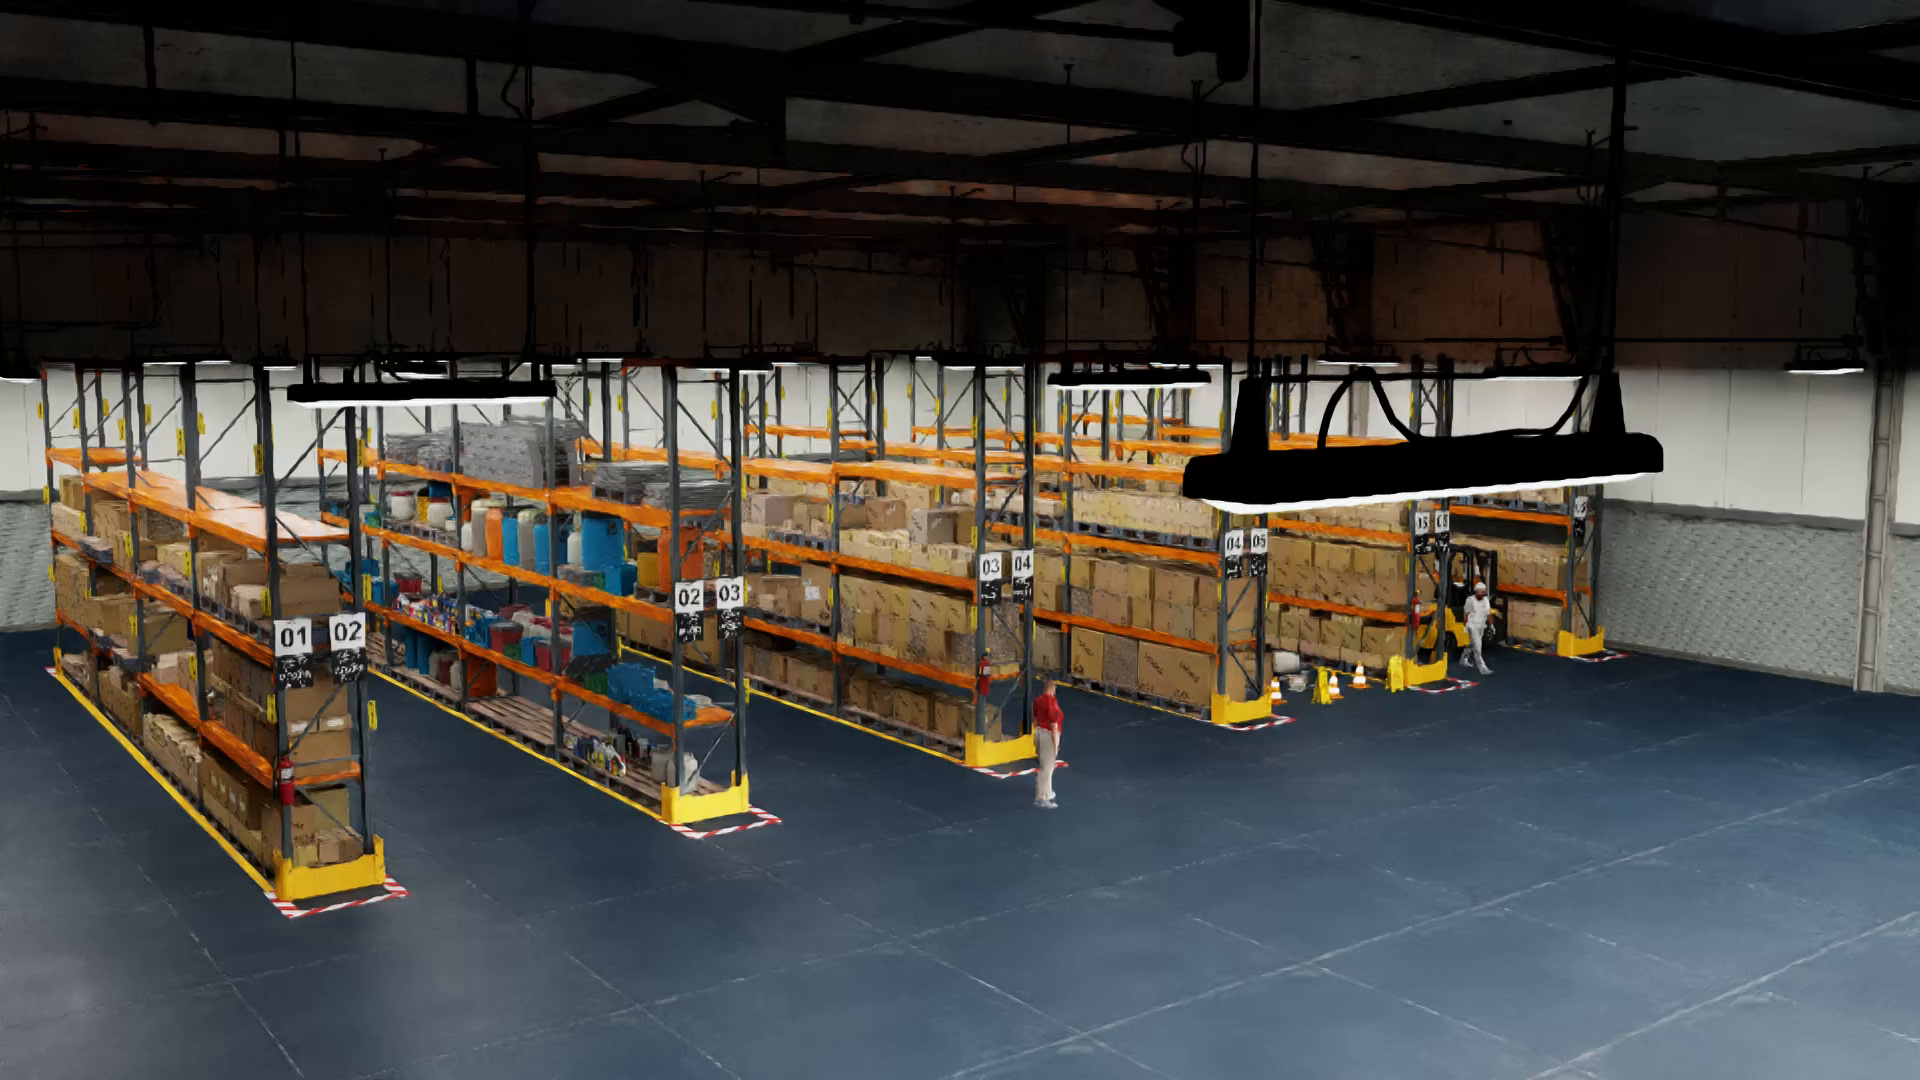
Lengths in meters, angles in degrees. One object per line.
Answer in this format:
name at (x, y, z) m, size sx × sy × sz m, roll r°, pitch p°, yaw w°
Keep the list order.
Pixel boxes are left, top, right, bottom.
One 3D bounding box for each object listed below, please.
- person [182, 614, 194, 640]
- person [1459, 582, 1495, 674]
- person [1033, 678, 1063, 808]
person at (-14.912, 1.668, 32.092) m, size 0.539 × 1.645 × 0.437 m, roll 3°, pitch 8°, yaw 24°
person at (9.897, 1.654, 31.712) m, size 0.535 × 1.735 × 1.019 m, roll -4°, pitch 8°, yaw -30°
person at (1.215, 2.748, 22.745) m, size 0.501 × 1.724 × 0.662 m, roll -3°, pitch 8°, yaw -25°
